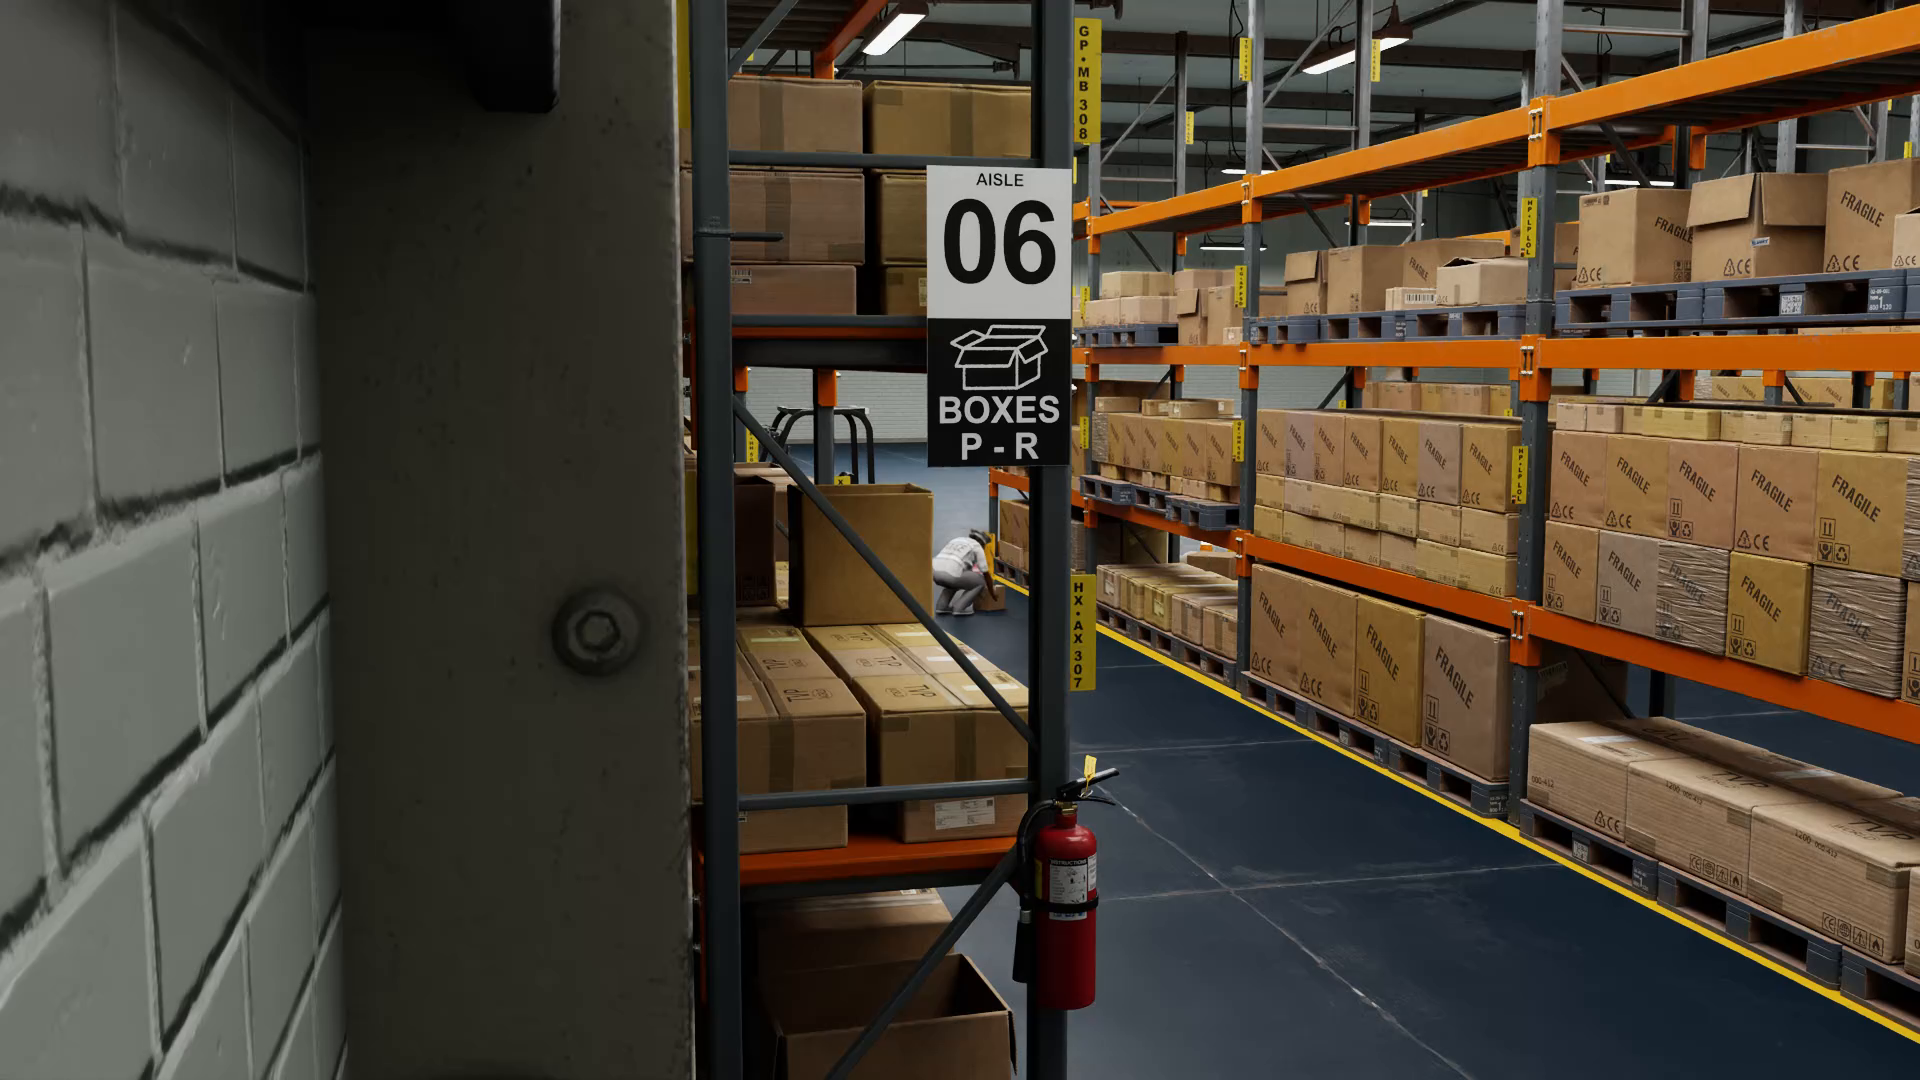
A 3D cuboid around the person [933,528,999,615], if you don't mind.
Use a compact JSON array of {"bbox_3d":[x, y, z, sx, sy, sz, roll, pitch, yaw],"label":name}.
[{"bbox_3d":[0.033,0.340,17.711,0.478,0.881,0.870,6,9,43],"label":"person"}]
